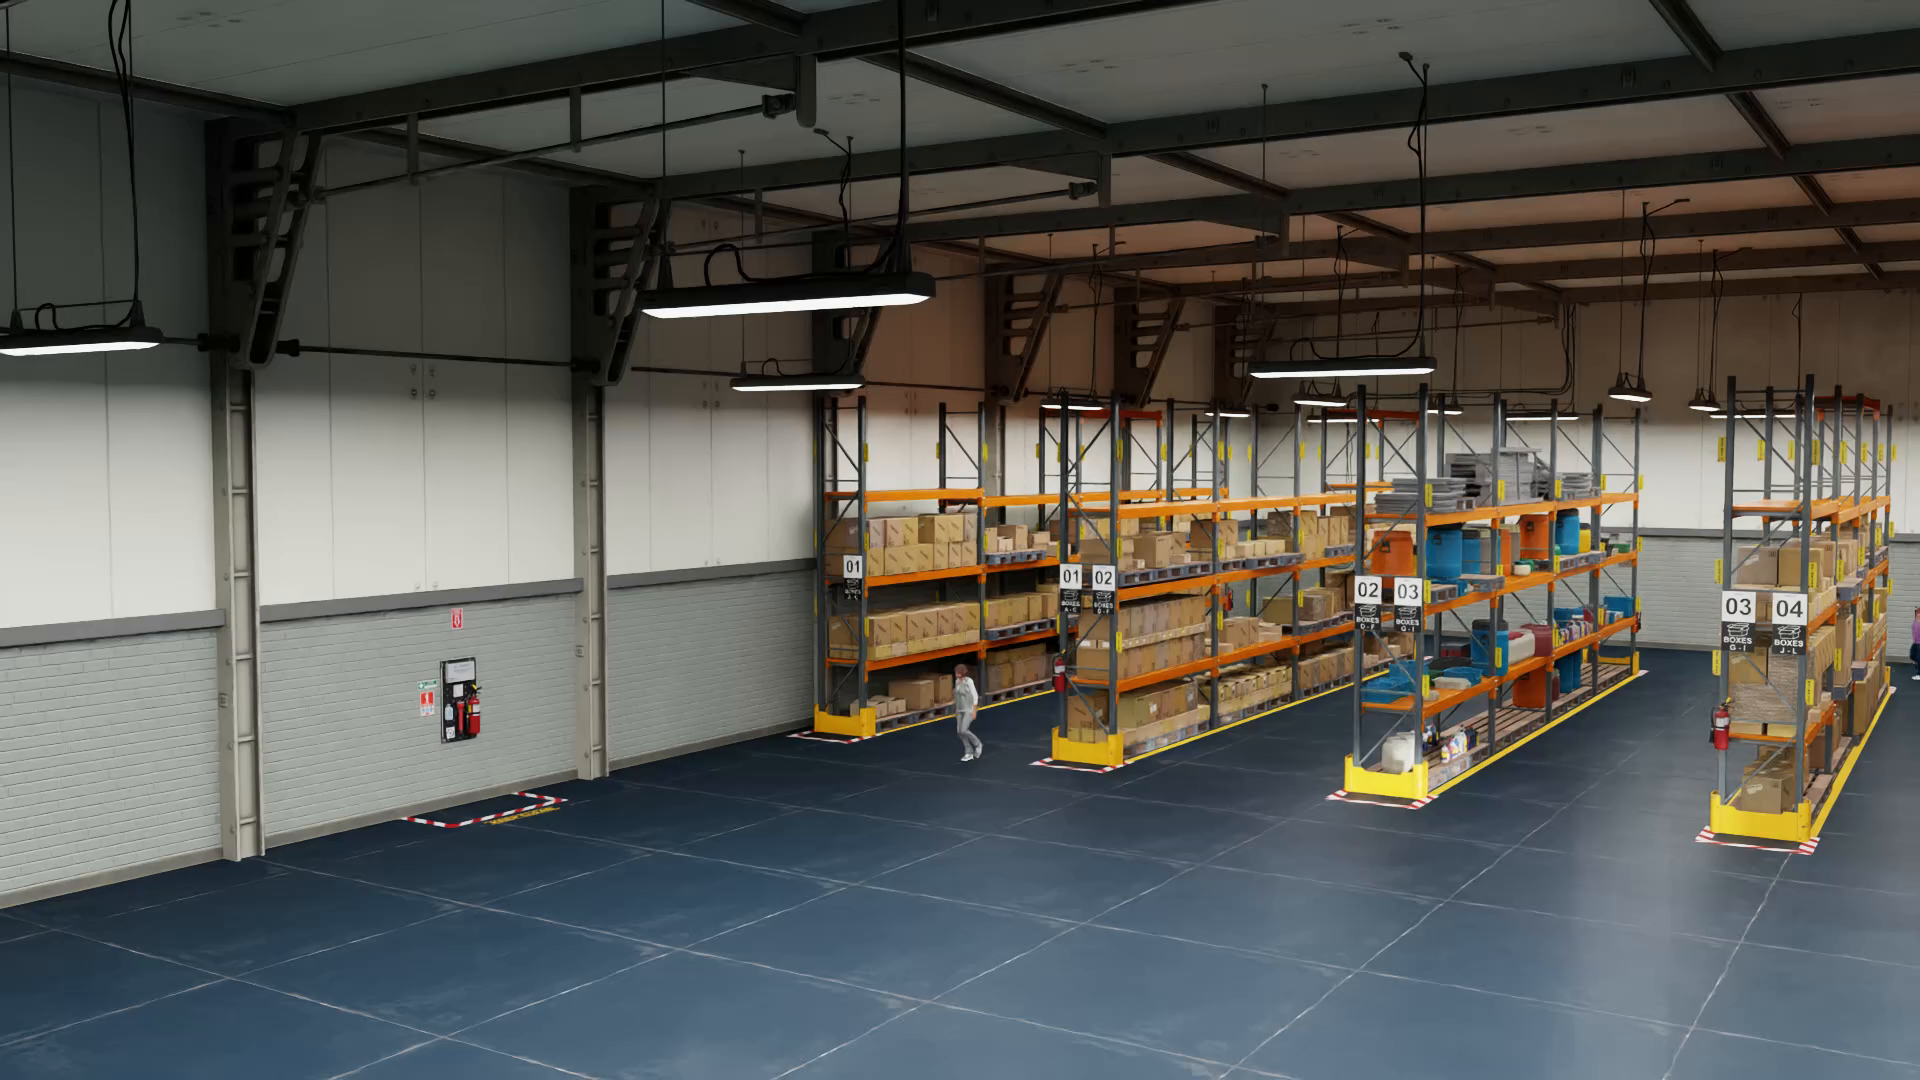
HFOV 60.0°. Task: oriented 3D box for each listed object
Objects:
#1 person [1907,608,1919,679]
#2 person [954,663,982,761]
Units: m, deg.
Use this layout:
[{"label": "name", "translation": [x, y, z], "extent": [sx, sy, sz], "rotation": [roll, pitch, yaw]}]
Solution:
[{"label": "person", "translation": [21.138, 2.269, 36.575], "extent": [0.462, 1.589, 0.424], "rotation": [0, 3, -6]}, {"label": "person", "translation": [0.116, 2.805, 27.063], "extent": [0.433, 1.570, 0.496], "rotation": [-2, 4, -34]}]
